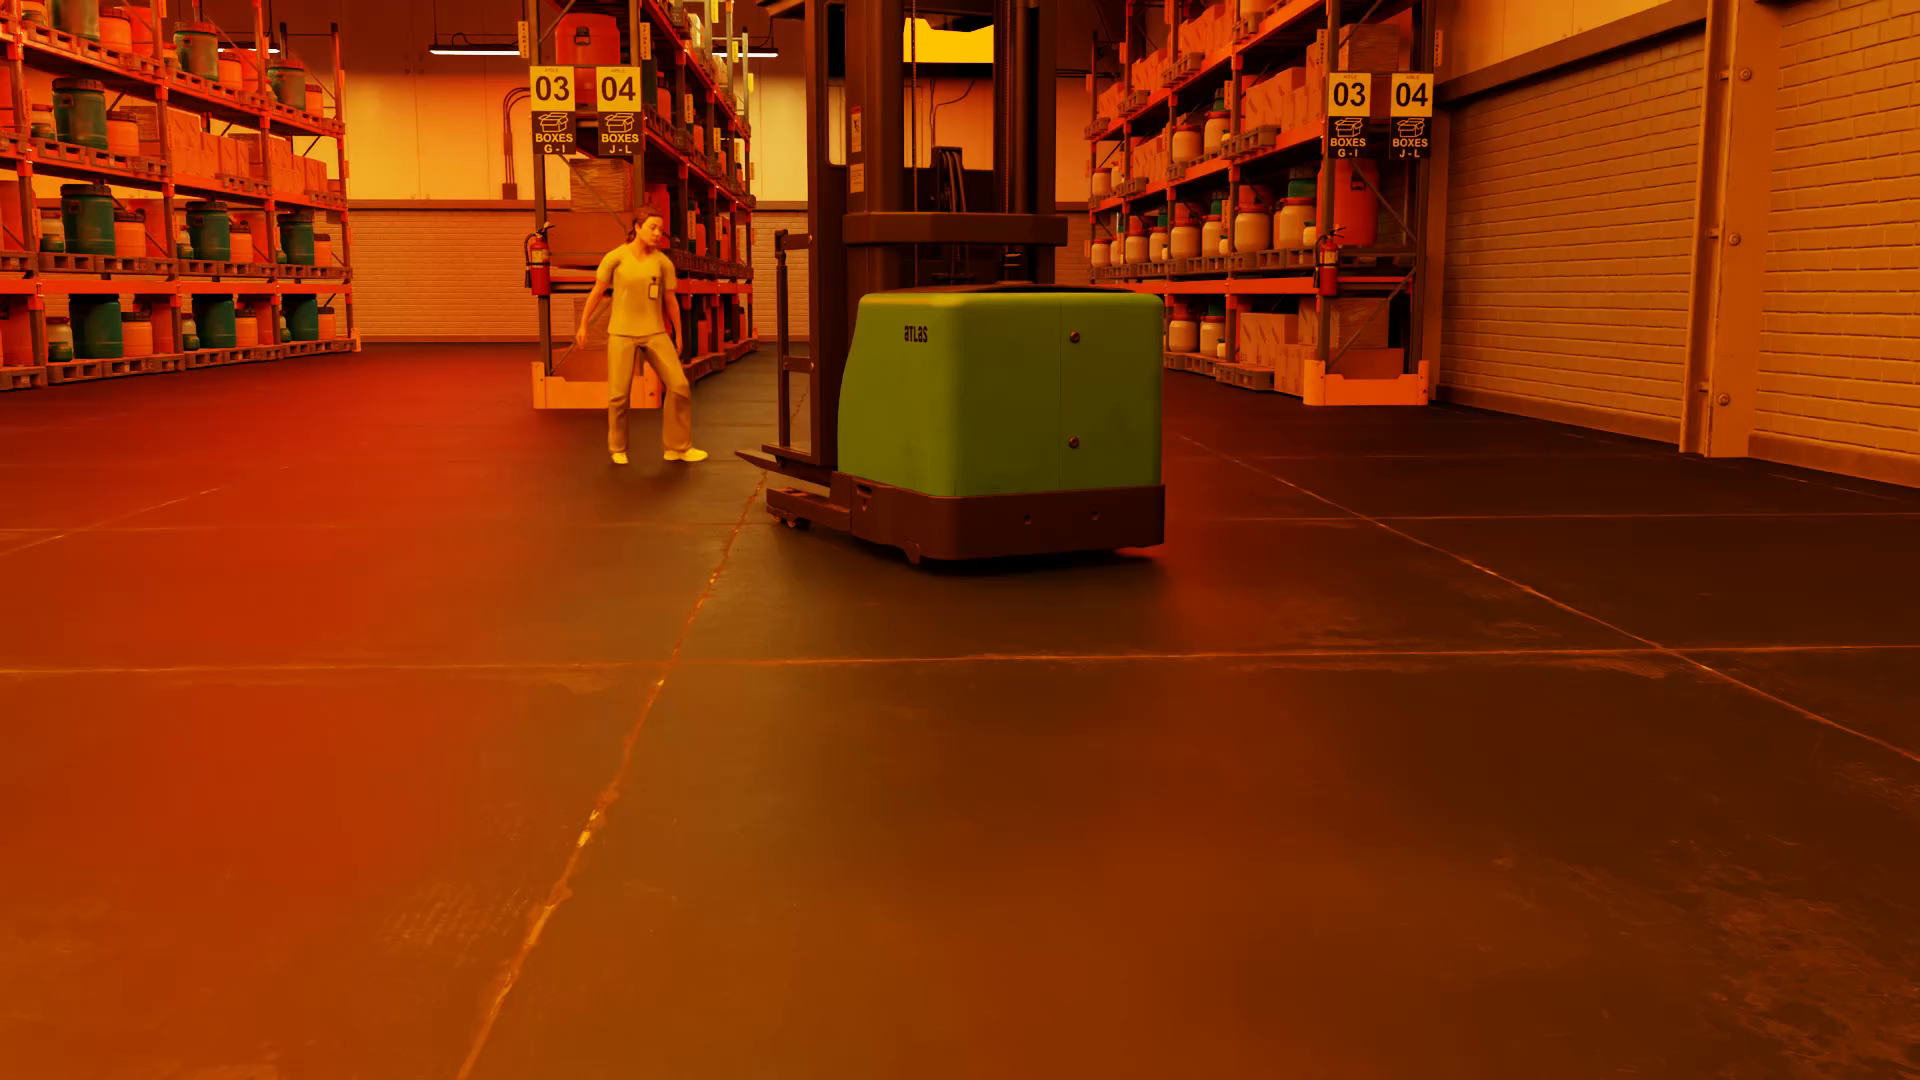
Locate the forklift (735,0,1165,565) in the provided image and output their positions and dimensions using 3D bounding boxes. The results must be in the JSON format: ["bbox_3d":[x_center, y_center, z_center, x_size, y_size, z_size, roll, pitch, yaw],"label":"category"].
[{"bbox_3d":[-0.264,-1.530,7.637,1.130,2.935,3.031,-4,9,-25],"label":"forklift"}]

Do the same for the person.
[{"bbox_3d":[-2.039,-1.293,10.613,0.799,1.645,0.425,-3,9,-17],"label":"person"}]
